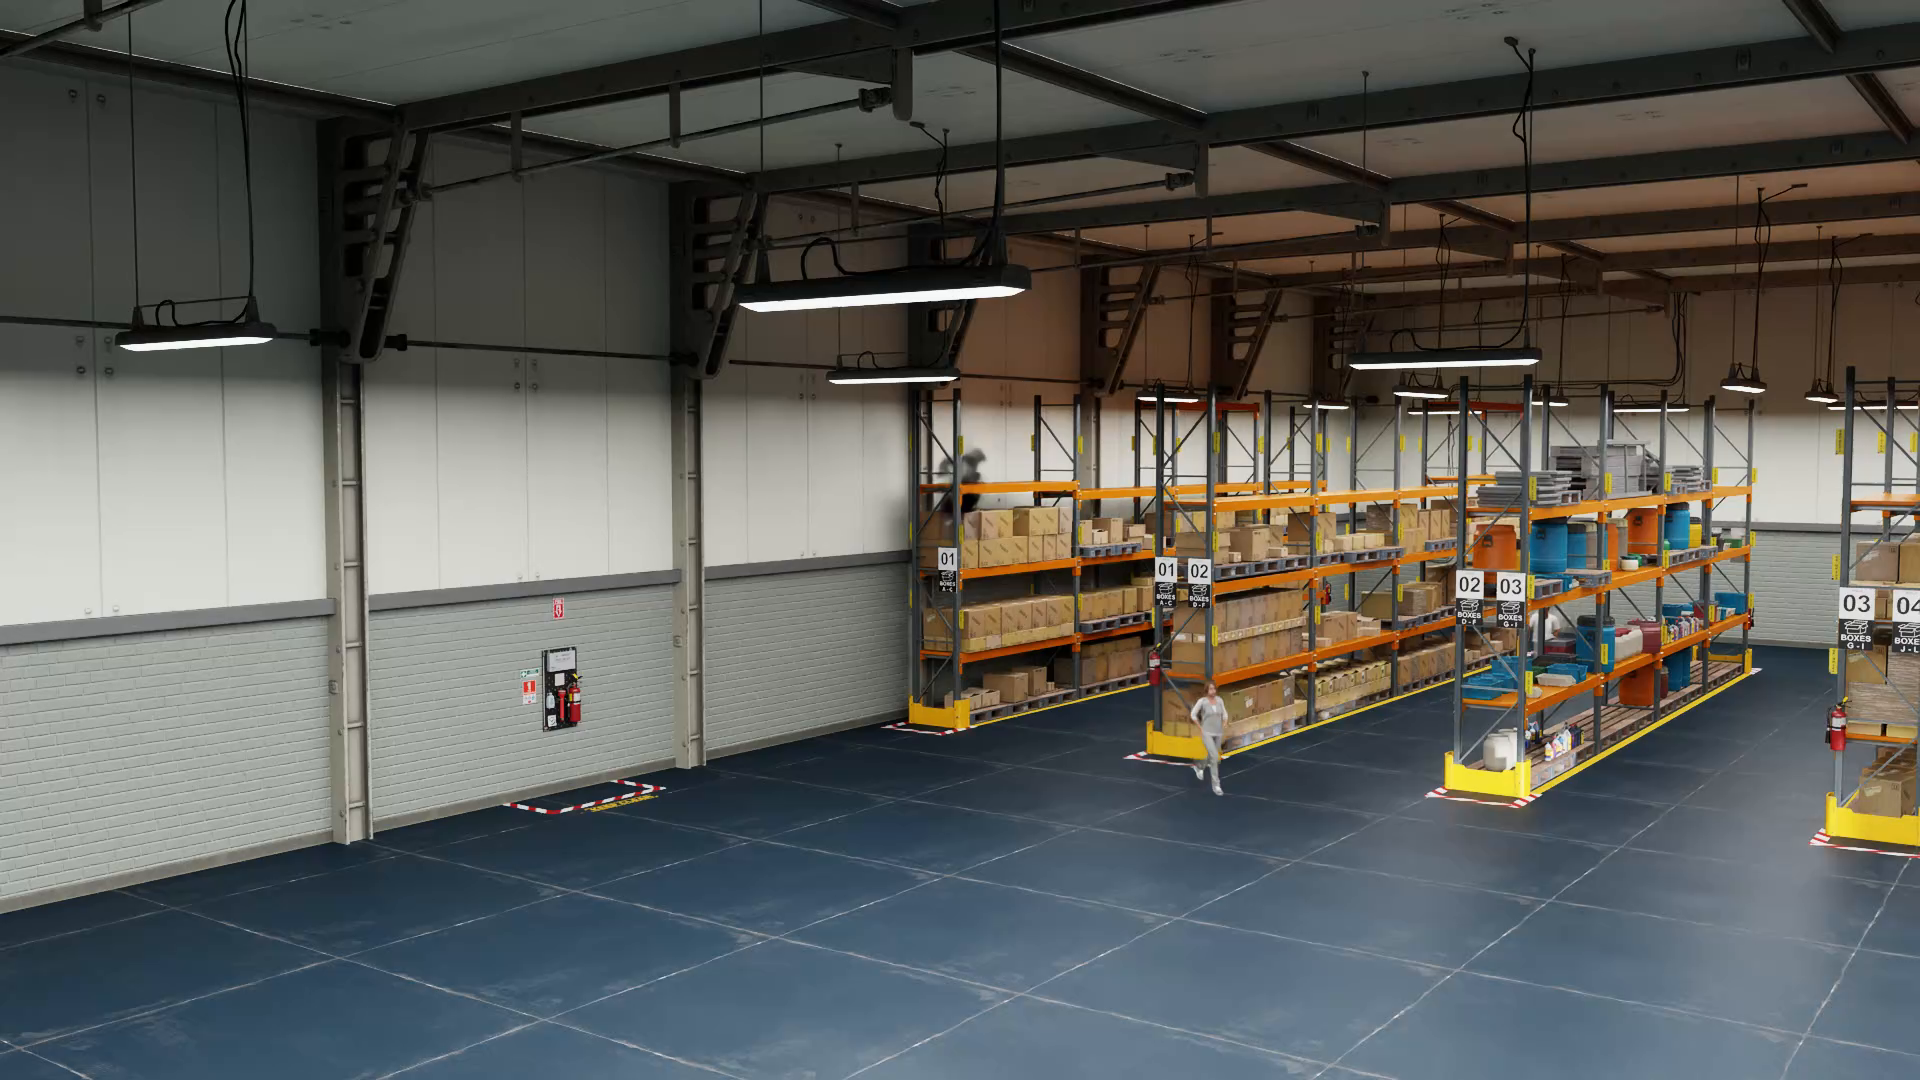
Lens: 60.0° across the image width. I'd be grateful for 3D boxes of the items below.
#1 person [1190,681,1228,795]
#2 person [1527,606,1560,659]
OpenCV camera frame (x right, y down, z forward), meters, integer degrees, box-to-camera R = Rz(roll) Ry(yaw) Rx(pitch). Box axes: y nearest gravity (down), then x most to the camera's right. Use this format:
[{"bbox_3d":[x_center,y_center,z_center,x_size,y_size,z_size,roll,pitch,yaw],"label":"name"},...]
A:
[{"bbox_3d":[3.627,2.839,24.111,0.530,1.600,0.777,-1,3,-20],"label":"person"},{"bbox_3d":[12.275,2.149,35.028,0.690,1.709,0.621,1,4,23],"label":"person"}]
